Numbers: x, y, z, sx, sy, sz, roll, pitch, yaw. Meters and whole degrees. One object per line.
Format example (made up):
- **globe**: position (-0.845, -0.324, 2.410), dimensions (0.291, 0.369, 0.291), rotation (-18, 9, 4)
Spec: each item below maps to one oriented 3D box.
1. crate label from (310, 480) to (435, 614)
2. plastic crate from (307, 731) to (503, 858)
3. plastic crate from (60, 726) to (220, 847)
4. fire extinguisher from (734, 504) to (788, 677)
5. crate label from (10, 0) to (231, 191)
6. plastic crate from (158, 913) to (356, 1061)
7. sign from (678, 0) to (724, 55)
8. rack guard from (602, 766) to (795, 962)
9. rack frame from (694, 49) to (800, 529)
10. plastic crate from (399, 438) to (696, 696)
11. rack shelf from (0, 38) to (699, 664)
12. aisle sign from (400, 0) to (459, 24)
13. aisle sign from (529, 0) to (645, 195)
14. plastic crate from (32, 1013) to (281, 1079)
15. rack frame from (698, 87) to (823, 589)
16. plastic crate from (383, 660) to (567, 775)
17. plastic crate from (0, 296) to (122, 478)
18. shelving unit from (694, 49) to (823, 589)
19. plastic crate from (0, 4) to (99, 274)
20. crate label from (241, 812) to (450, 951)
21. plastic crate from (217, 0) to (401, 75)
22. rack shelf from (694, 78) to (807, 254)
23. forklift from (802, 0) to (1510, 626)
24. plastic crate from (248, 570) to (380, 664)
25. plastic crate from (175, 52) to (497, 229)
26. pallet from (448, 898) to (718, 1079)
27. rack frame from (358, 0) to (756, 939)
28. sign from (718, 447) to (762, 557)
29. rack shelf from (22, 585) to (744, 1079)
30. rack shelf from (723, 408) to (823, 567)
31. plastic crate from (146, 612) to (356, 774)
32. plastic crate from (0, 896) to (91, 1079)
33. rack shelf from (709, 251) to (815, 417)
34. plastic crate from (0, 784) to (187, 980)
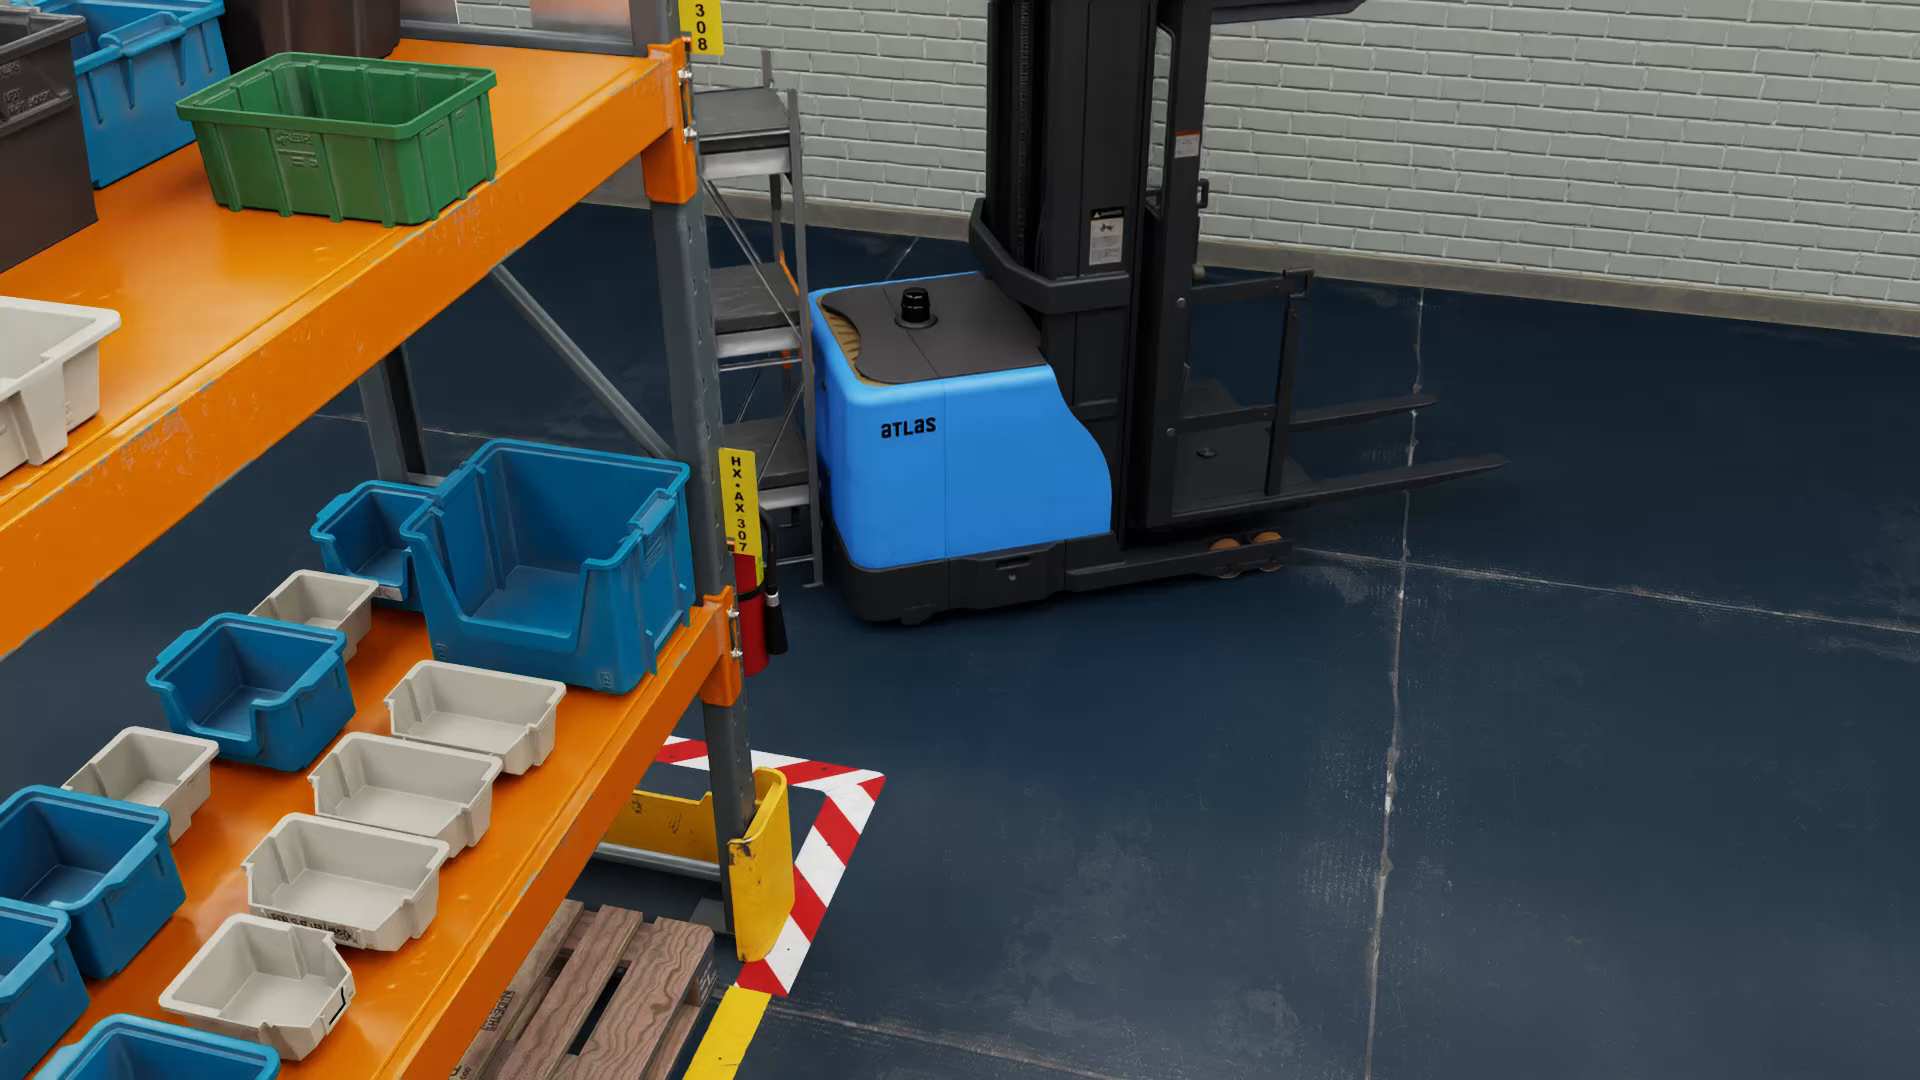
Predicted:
- **crate label**: position (-1.506, 0.031, 4.505), dimensions (0.416, 0.233, 0.303), rotation (8, 33, 12)
- **plastic crate**: position (-1.244, 0.585, 3.724), dimensions (0.396, 0.136, 0.243), rotation (8, 33, 12)
- **plastic crate**: position (-1.839, 0.579, 3.733), dimensions (0.250, 0.136, 0.298), rotation (8, 33, 12)
- **fire extinguisher**: position (-0.647, 0.076, 4.754), dimensions (0.296, 0.674, 0.183), rotation (8, 33, 12)
- **crate label**: position (-1.671, -0.866, 3.158), dimensions (0.408, 0.251, 0.502), rotation (8, 33, 12)
- **plastic crate**: position (-1.348, 0.889, 3.246), dimensions (0.298, 0.136, 0.250), rotation (8, 33, 12)
- **sign**: position (-0.588, -1.252, 3.726), dimensions (0.100, 0.325, 0.005), rotation (8, 33, 12)
- **rack guard**: position (-1.131, 0.943, 5.300), dimensions (1.175, 0.500, 0.348), rotation (8, 33, 12)
- **rack frame**: position (-0.902, -0.919, 6.739), dimensions (0.400, 2.100, 0.015), rotation (-9, 34, -14)
- **plastic crate**: position (-1.029, 0.062, 4.268), dimensions (0.616, 0.435, 0.499), rotation (8, 33, 12)
- **rack shelf**: position (-1.632, -0.022, 2.363), dimensions (1.077, 0.370, 4.000), rotation (8, 33, 12)
- **aisle sign**: position (-1.394, -1.272, 4.032), dimensions (0.394, 0.787, 0.004), rotation (8, 33, 12)
- **aisle sign**: position (-0.823, -1.192, 3.906), dimensions (0.394, 0.787, 0.004), rotation (8, 33, 12)
- **plastic crate**: position (-1.398, 1.049, 2.905), dimensions (0.416, 0.233, 0.300), rotation (8, 33, 12)
- **rack frame**: position (-0.764, -0.668, 6.344), dimensions (0.400, 2.100, 0.015), rotation (-9, 34, -14)
- **plastic crate**: position (-1.157, 0.437, 3.957), dimensions (0.396, 0.136, 0.243), rotation (8, 33, 12)
- **plastic crate**: position (-1.409, -0.146, 2.133), dimensions (0.437, 0.136, 0.530), rotation (8, 33, 12)
- **shelving unit**: position (-0.833, -0.794, 6.541), dimensions (0.431, 2.100, 0.503), rotation (-9, 34, -14)
- **plastic crate**: position (-1.778, -0.582, 2.631), dimensions (0.504, 0.338, 0.767), rotation (8, 33, 12)
- **crate label**: position (-1.291, 0.733, 3.491), dimensions (0.396, 0.136, 0.243), rotation (8, 33, 12)
- **plastic crate**: position (-1.492, -1.146, 3.583), dimensions (0.497, 0.269, 0.590), rotation (8, 33, 12)
- **rack shelf**: position (-0.833, -1.373, 6.173), dimensions (0.431, 0.518, 0.480), rotation (-9, 34, -14)
- **forklift**: position (0.897, -1.337, 6.621), dimensions (3.031, 2.935, 1.130), rotation (-9, 34, -14)
- **plastic crate**: position (-1.667, 0.227, 4.287), dimensions (0.250, 0.136, 0.298), rotation (8, 33, 12)
- **plastic crate**: position (-1.099, -0.723, 2.993), dimensions (0.450, 0.188, 0.336), rotation (8, 33, 12)
- **pallet**: position (-1.372, 1.502, 4.690), dimensions (1.003, 0.211, 1.213), rotation (8, 33, 12)
- **rack frame**: position (-1.125, -0.097, 4.607), dimensions (1.000, 3.000, 0.127), rotation (8, 33, 12)
- **sign**: position (-0.588, -0.100, 4.459), dimensions (0.100, 0.325, 0.005), rotation (8, 33, 12)
- **rack shelf**: position (-1.632, 1.244, 3.167), dimensions (1.077, 0.370, 4.000), rotation (8, 33, 12)
- **rack shelf**: position (-0.833, -0.191, 6.924), dimensions (0.431, 0.518, 0.480), rotation (-9, 34, -14)
- **plastic crate**: position (-1.673, 0.373, 3.967), dimensions (0.416, 0.233, 0.300), rotation (8, 33, 12)
- **plastic crate**: position (-1.916, 0.870, 3.185), dimensions (0.416, 0.233, 0.300), rotation (8, 33, 12)
- **rack shelf**: position (-0.833, -0.782, 6.549), dimensions (0.431, 0.518, 0.480), rotation (-9, 34, -14)
- **plastic crate**: position (-1.840, 0.715, 3.430), dimensions (0.416, 0.233, 0.300), rotation (8, 33, 12)
